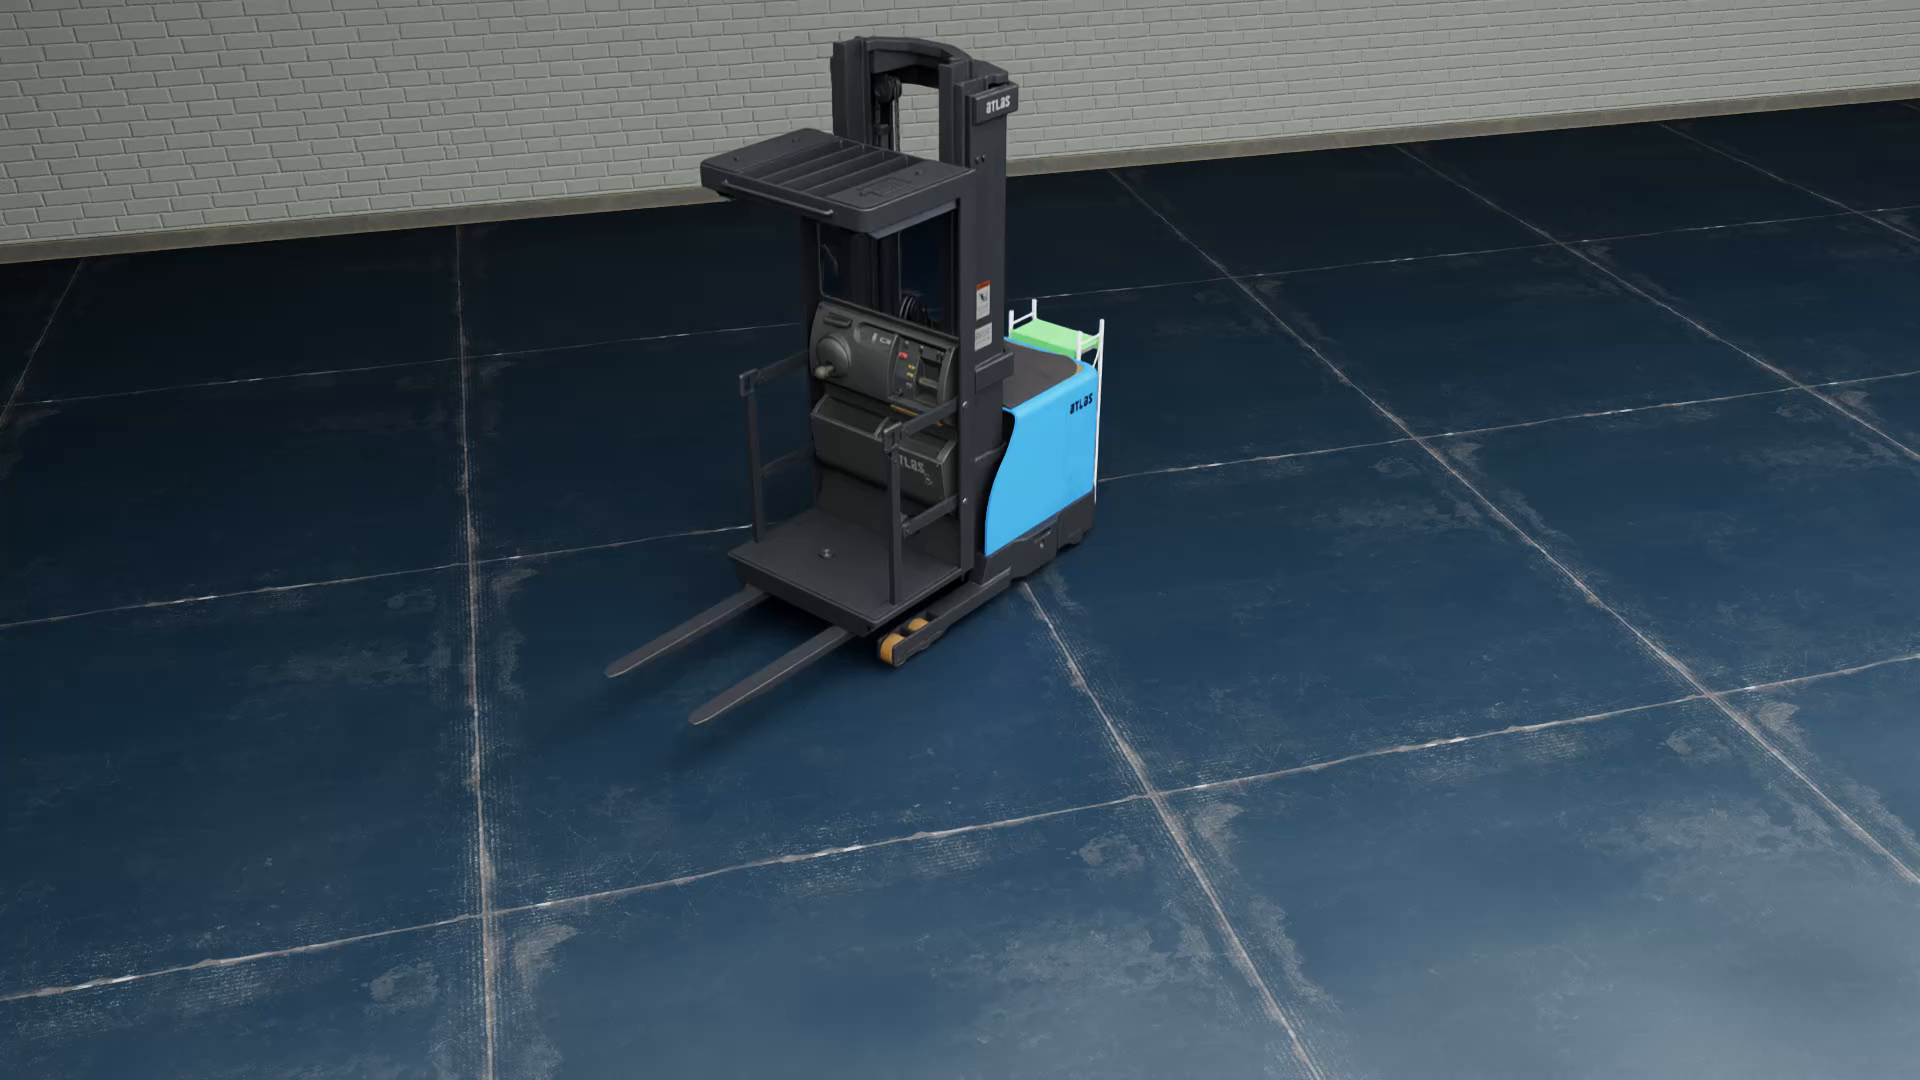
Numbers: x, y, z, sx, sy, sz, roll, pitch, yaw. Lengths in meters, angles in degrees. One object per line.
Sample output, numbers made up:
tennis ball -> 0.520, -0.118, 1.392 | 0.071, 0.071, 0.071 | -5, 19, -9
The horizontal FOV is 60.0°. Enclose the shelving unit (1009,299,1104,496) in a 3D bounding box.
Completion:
shelving unit -> 0.555, -0.777, 9.895 | 0.503, 1.200, 0.258 | 22, 37, 33

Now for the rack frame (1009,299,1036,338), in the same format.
rack frame -> 0.367, -0.855, 10.029 | 0.015, 1.200, 0.240 | 22, 37, 33

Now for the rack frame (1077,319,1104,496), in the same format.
rack frame -> 0.743, -0.700, 9.760 | 0.015, 1.200, 0.240 | 22, 37, 33

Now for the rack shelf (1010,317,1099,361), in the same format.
rack shelf -> 0.556, -1.138, 9.687 | 0.480, 0.148, 0.258 | 22, 37, 33

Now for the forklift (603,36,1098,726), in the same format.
forklift -> -0.538, -0.898, 8.375 | 1.130, 2.935, 3.031 | 22, 37, 33
